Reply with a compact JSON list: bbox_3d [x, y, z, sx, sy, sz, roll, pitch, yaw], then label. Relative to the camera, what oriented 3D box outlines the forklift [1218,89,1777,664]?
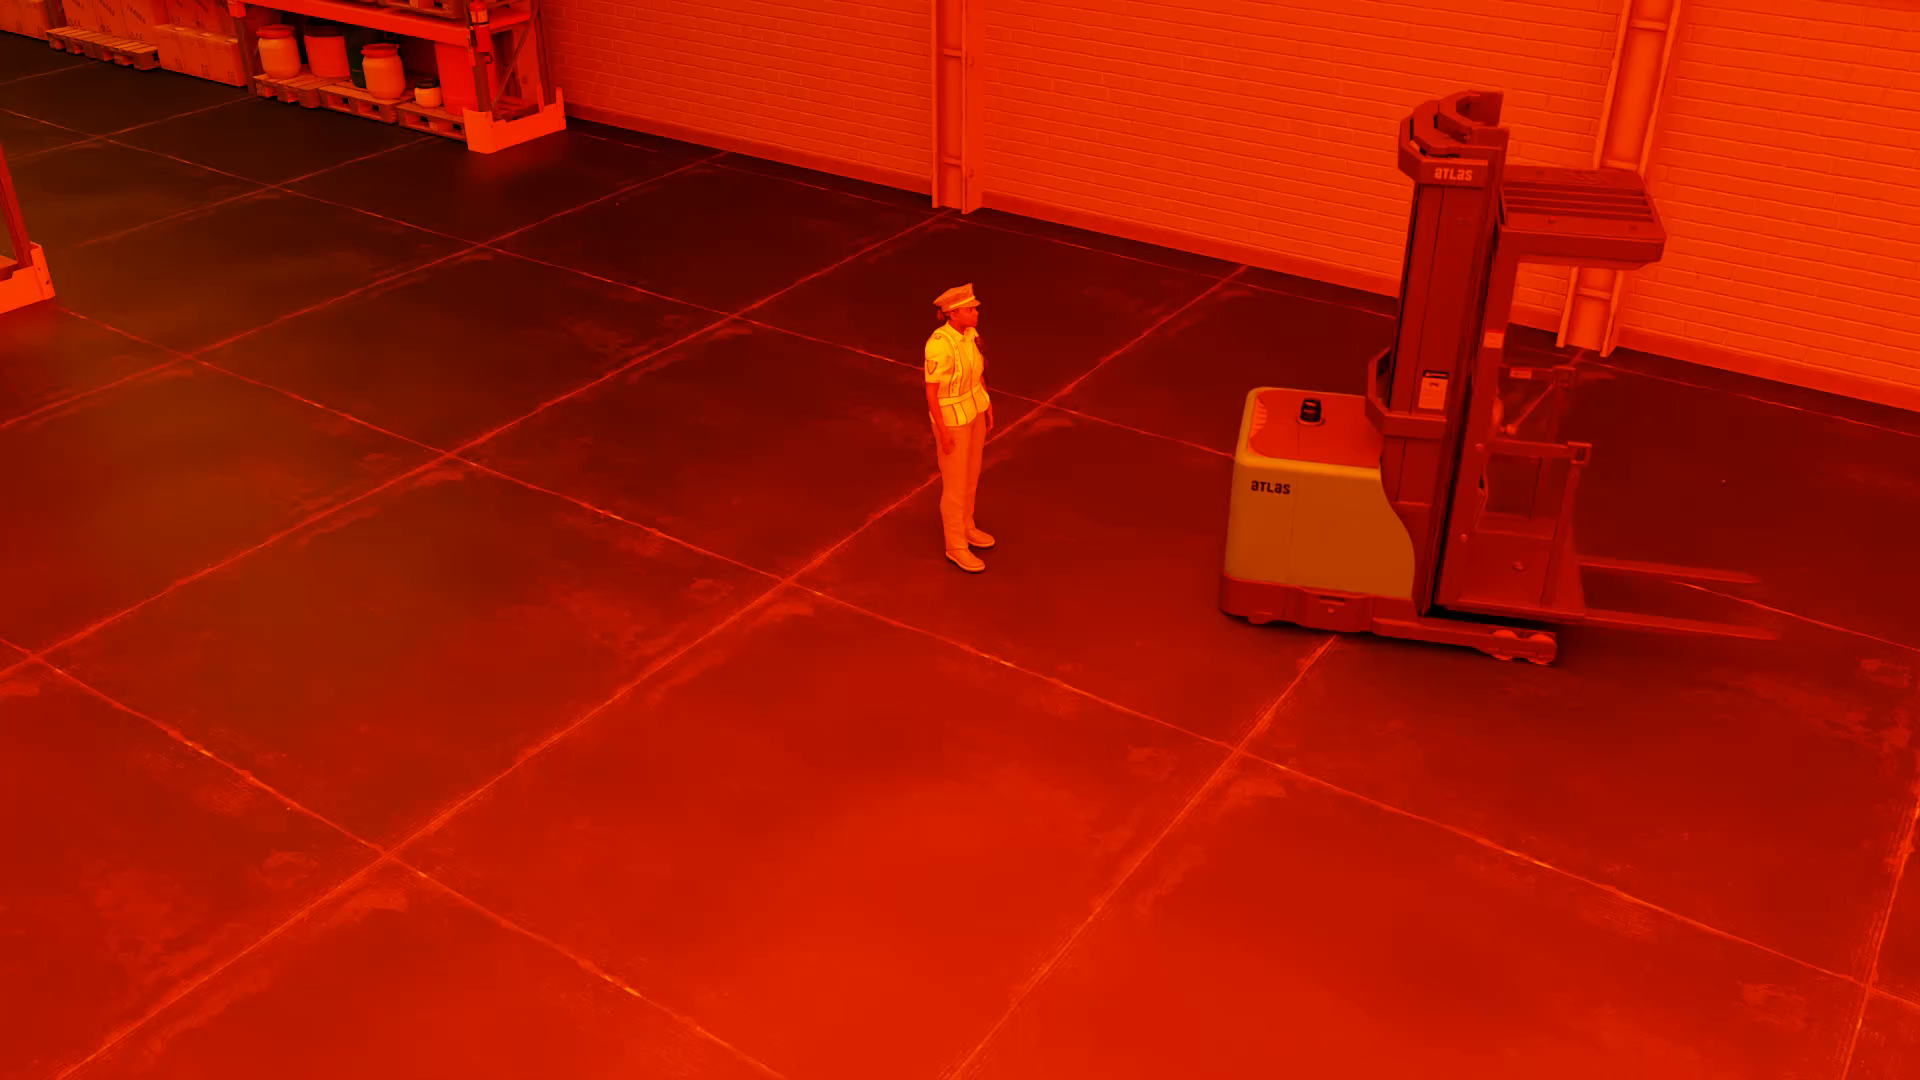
[{"bbox_3d":[3.081,-0.866,9.073,3.031,2.935,1.130,7,31,11],"label":"forklift"}]

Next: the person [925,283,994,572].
[{"bbox_3d":[0.051,-0.710,10.021,0.530,1.695,0.570,19,35,29],"label":"person"}]
